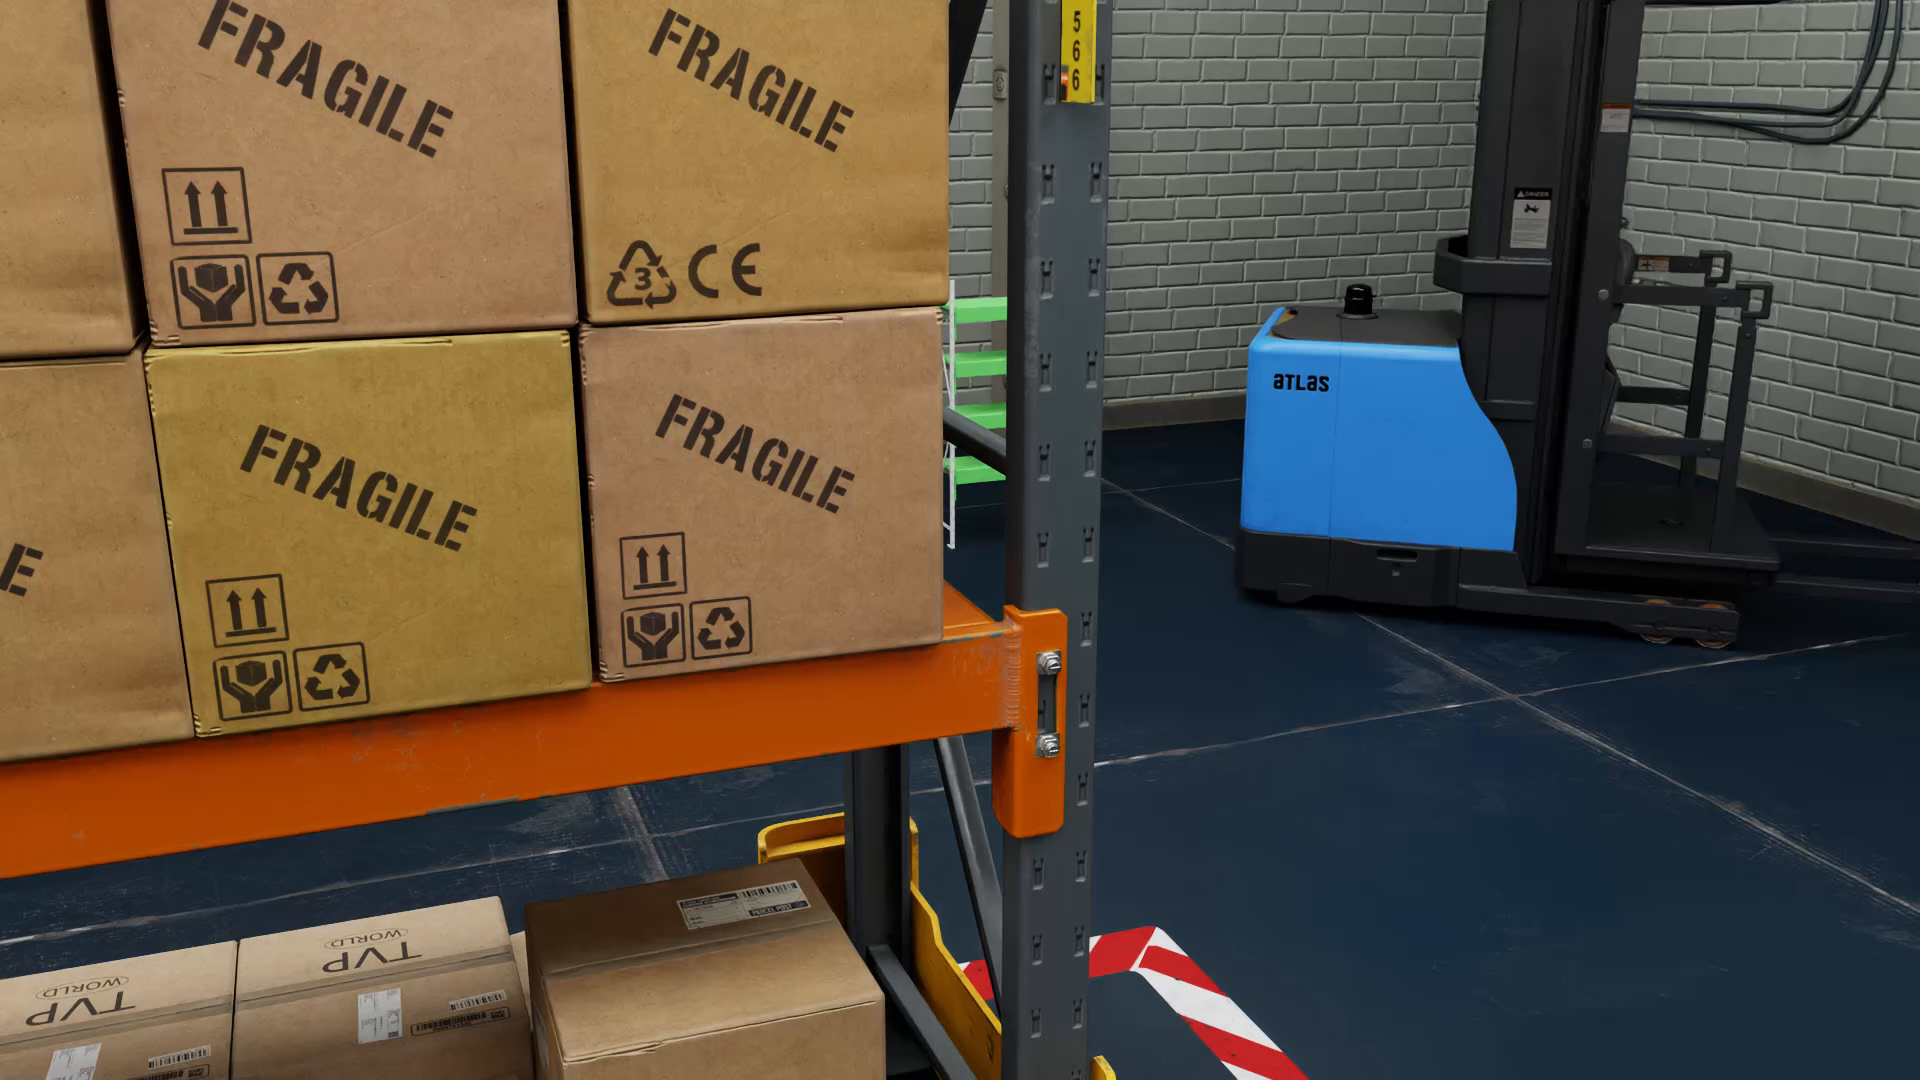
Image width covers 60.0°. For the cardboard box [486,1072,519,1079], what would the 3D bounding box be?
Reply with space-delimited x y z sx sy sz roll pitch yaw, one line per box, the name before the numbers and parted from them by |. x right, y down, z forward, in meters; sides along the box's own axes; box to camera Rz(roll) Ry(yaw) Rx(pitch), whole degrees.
cardboard box | -0.849 1.089 2.814 0.250 0.166 0.380 -6 17 -20

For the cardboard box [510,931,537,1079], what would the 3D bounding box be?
cardboard box | -0.767 0.929 3.358 0.250 0.166 0.380 -6 17 -20

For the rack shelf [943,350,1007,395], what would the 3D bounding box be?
rack shelf | 0.155 -0.761 7.436 0.480 0.148 0.258 -6 17 -20

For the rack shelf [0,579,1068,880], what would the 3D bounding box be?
rack shelf | -1.887 0.351 2.357 4.000 0.370 1.077 -6 17 -20

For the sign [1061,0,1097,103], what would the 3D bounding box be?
sign | 0.160 -0.755 2.231 0.005 0.325 0.100 -6 17 -20

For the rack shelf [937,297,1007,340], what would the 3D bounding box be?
rack shelf | 0.155 -0.992 7.369 0.480 0.148 0.258 -6 17 -20

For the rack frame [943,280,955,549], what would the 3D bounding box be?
rack frame | -0.073 -0.568 7.402 0.015 1.200 0.240 -6 17 -20

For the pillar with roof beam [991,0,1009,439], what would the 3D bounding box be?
pillar with roof beam | 1.957 -3.745 4.379 0.400 9.000 9.100 -6 17 -20

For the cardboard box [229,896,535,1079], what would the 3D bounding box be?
cardboard box | -1.096 0.943 3.164 0.500 0.250 0.500 -6 17 -20

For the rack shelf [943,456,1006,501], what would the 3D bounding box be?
rack shelf | 0.155 -0.301 7.572 0.480 0.148 0.258 -6 17 -20

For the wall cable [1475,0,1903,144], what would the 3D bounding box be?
wall cable | 3.614 -3.364 8.593 0.112 2.526 3.097 -6 17 -20

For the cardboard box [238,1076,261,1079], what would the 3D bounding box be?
cardboard box | -1.337 1.120 2.561 0.500 0.250 0.500 -6 17 -20

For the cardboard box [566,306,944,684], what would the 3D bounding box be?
cardboard box | -0.340 -0.127 2.531 0.500 0.500 0.500 -6 17 -18

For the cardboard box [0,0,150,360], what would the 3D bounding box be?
cardboard box | -1.291 -0.502 2.032 0.500 0.500 0.500 -6 17 -19

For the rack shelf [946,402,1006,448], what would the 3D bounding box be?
rack shelf | 0.155 -0.531 7.504 0.480 0.148 0.258 -6 17 -20

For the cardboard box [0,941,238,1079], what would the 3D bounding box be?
cardboard box | -1.562 0.993 2.992 0.500 0.250 0.500 -6 17 -20

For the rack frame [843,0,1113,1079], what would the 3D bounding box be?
rack frame | -0.019 -0.196 2.943 0.127 3.000 1.000 -6 17 -20

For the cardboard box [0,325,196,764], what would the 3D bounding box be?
cardboard box | -1.291 -0.025 2.183 0.500 0.500 0.500 -6 17 -20

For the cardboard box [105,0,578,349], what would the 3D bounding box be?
cardboard box | -0.808 -0.556 2.214 0.500 0.500 0.500 -6 17 -19

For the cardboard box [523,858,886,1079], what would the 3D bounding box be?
cardboard box | -0.439 0.912 2.825 0.500 0.500 0.500 -6 17 -20

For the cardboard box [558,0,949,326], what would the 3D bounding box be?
cardboard box | -0.337 -0.607 2.388 0.500 0.500 0.500 -6 18 -21

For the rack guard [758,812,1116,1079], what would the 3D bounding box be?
rack guard | -0.090 1.011 3.269 0.348 0.500 1.175 -6 17 -20

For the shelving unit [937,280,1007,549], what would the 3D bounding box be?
shelving unit | 0.155 -0.592 7.486 0.503 1.200 0.258 -6 17 -20

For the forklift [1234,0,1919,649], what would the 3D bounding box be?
forklift | 2.690 -1.167 6.370 3.031 2.935 1.130 5 17 16

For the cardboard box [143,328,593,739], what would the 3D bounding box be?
cardboard box | -0.823 -0.074 2.350 0.500 0.500 0.500 -6 17 -20
